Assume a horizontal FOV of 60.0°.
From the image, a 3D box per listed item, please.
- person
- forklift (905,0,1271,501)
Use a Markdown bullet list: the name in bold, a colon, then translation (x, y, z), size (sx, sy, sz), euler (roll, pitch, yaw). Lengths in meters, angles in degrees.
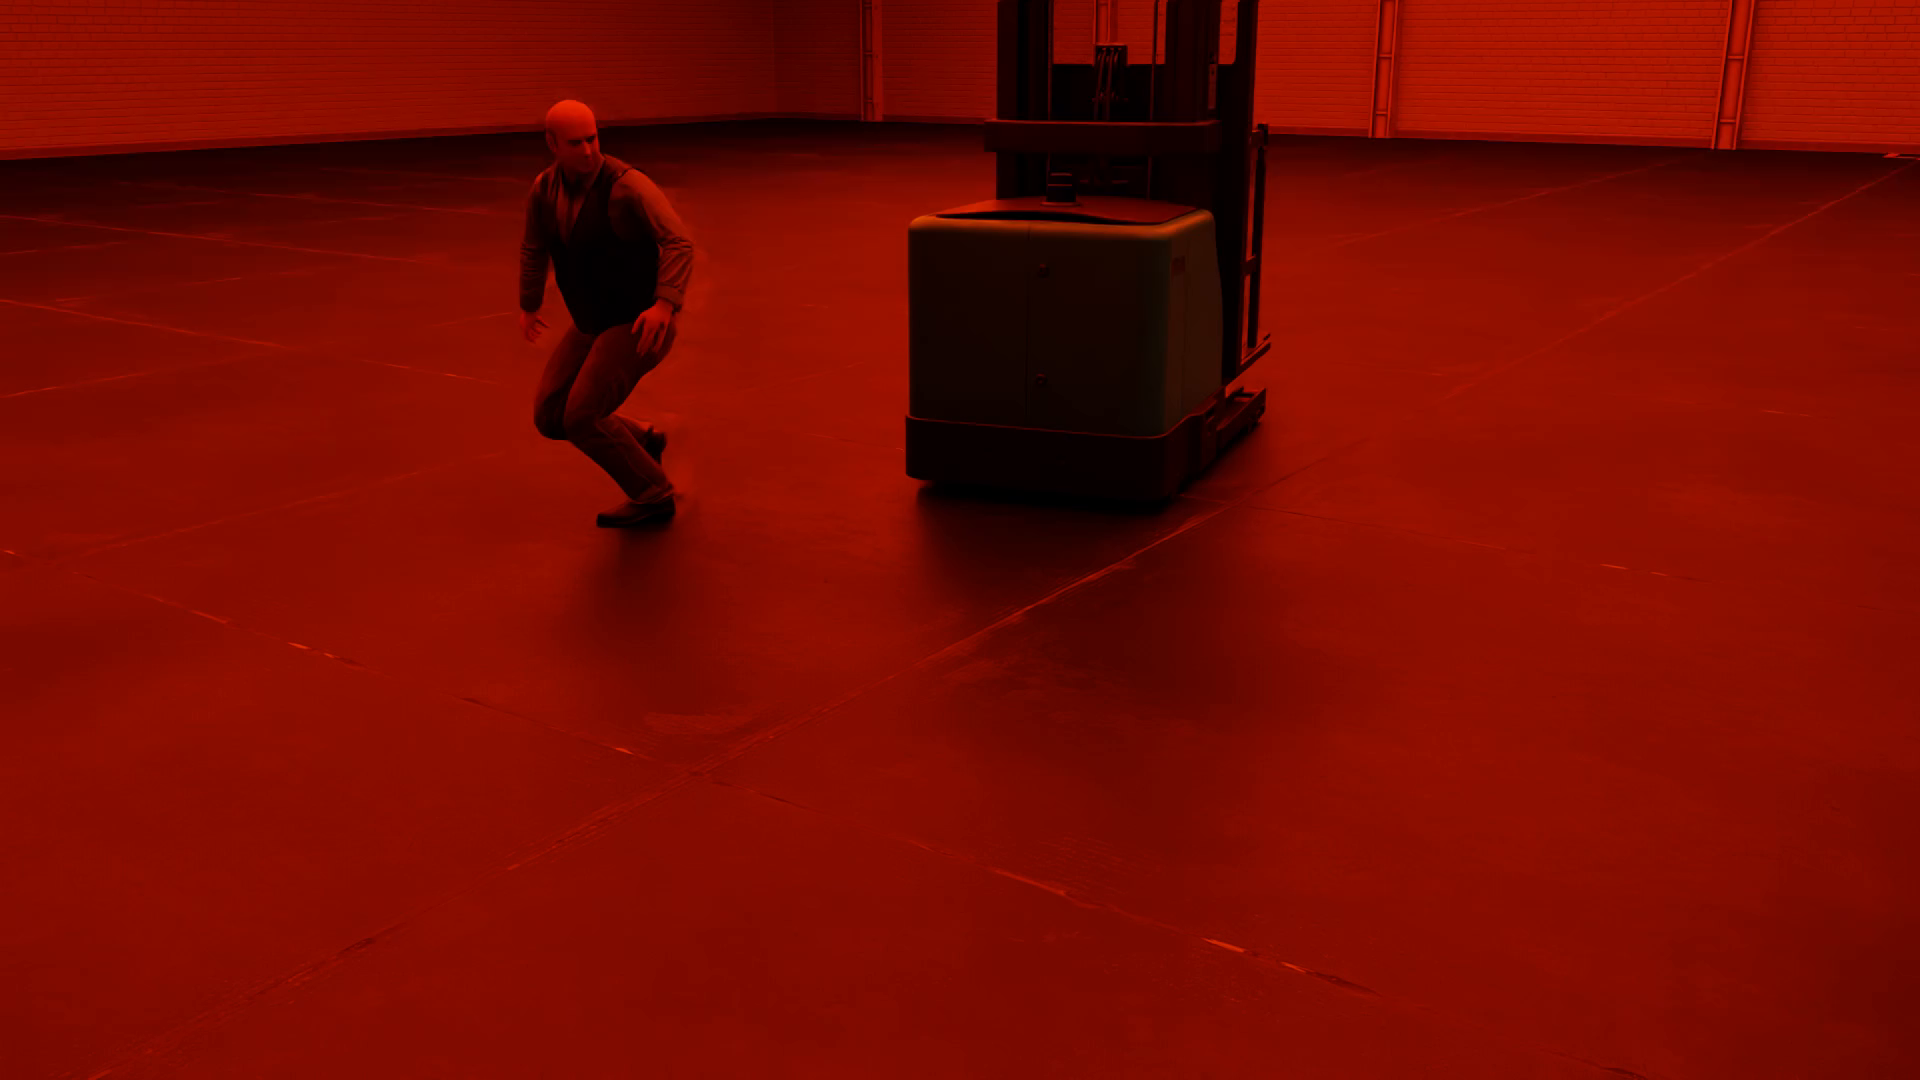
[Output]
- **person**: translation (-1.295, -0.826, 6.110), size (0.891, 1.543, 0.575), euler (15, 22, 40)
- **forklift**: translation (0.791, -1.931, 7.289), size (1.130, 2.935, 3.031), euler (6, 18, 20)
